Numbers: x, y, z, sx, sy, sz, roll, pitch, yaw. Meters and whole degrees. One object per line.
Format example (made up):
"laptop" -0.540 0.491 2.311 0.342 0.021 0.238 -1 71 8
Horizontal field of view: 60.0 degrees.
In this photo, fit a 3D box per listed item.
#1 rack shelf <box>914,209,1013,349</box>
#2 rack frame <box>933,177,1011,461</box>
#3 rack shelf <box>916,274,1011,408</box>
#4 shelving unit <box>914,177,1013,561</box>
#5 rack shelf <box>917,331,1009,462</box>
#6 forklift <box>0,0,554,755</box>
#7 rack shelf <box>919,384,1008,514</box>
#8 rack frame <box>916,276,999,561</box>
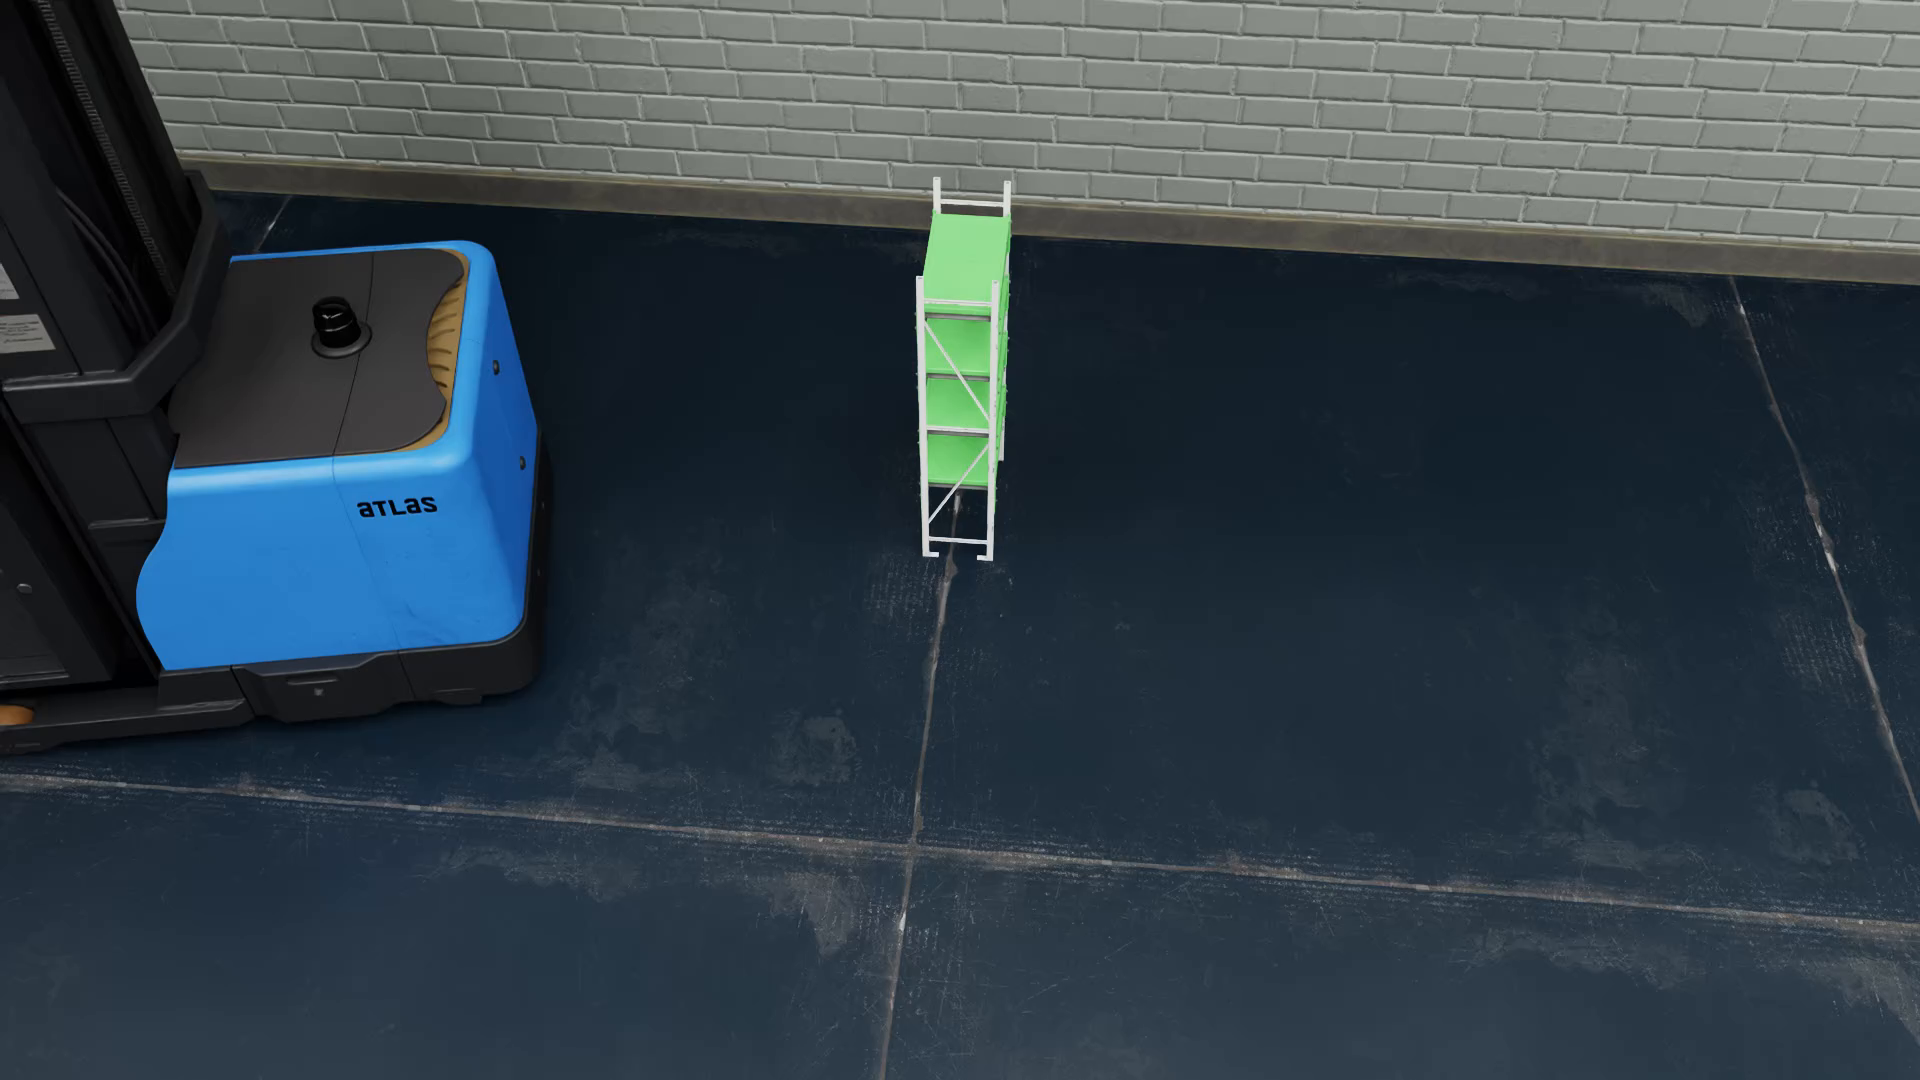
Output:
"rack shelf" 0.015 -0.807 5.111 0.258 0.148 0.480 4 48 4
"rack frame" 0.037 -0.706 5.583 0.240 1.200 0.015 4 48 4
"rack shelf" 0.015 -0.645 5.289 0.258 0.148 0.480 4 48 4
"shelving unit" 0.015 -0.527 5.419 0.258 1.200 0.503 4 48 4
"rack shelf" 0.015 -0.483 5.466 0.258 0.148 0.480 4 48 4
"forklift" -2.885 -0.724 4.426 3.031 2.935 1.130 -5 48 -5
"rack shelf" 0.015 -0.321 5.643 0.258 0.148 0.480 4 48 4
"rack frame" -0.007 -0.347 5.255 0.240 1.200 0.015 4 48 4
